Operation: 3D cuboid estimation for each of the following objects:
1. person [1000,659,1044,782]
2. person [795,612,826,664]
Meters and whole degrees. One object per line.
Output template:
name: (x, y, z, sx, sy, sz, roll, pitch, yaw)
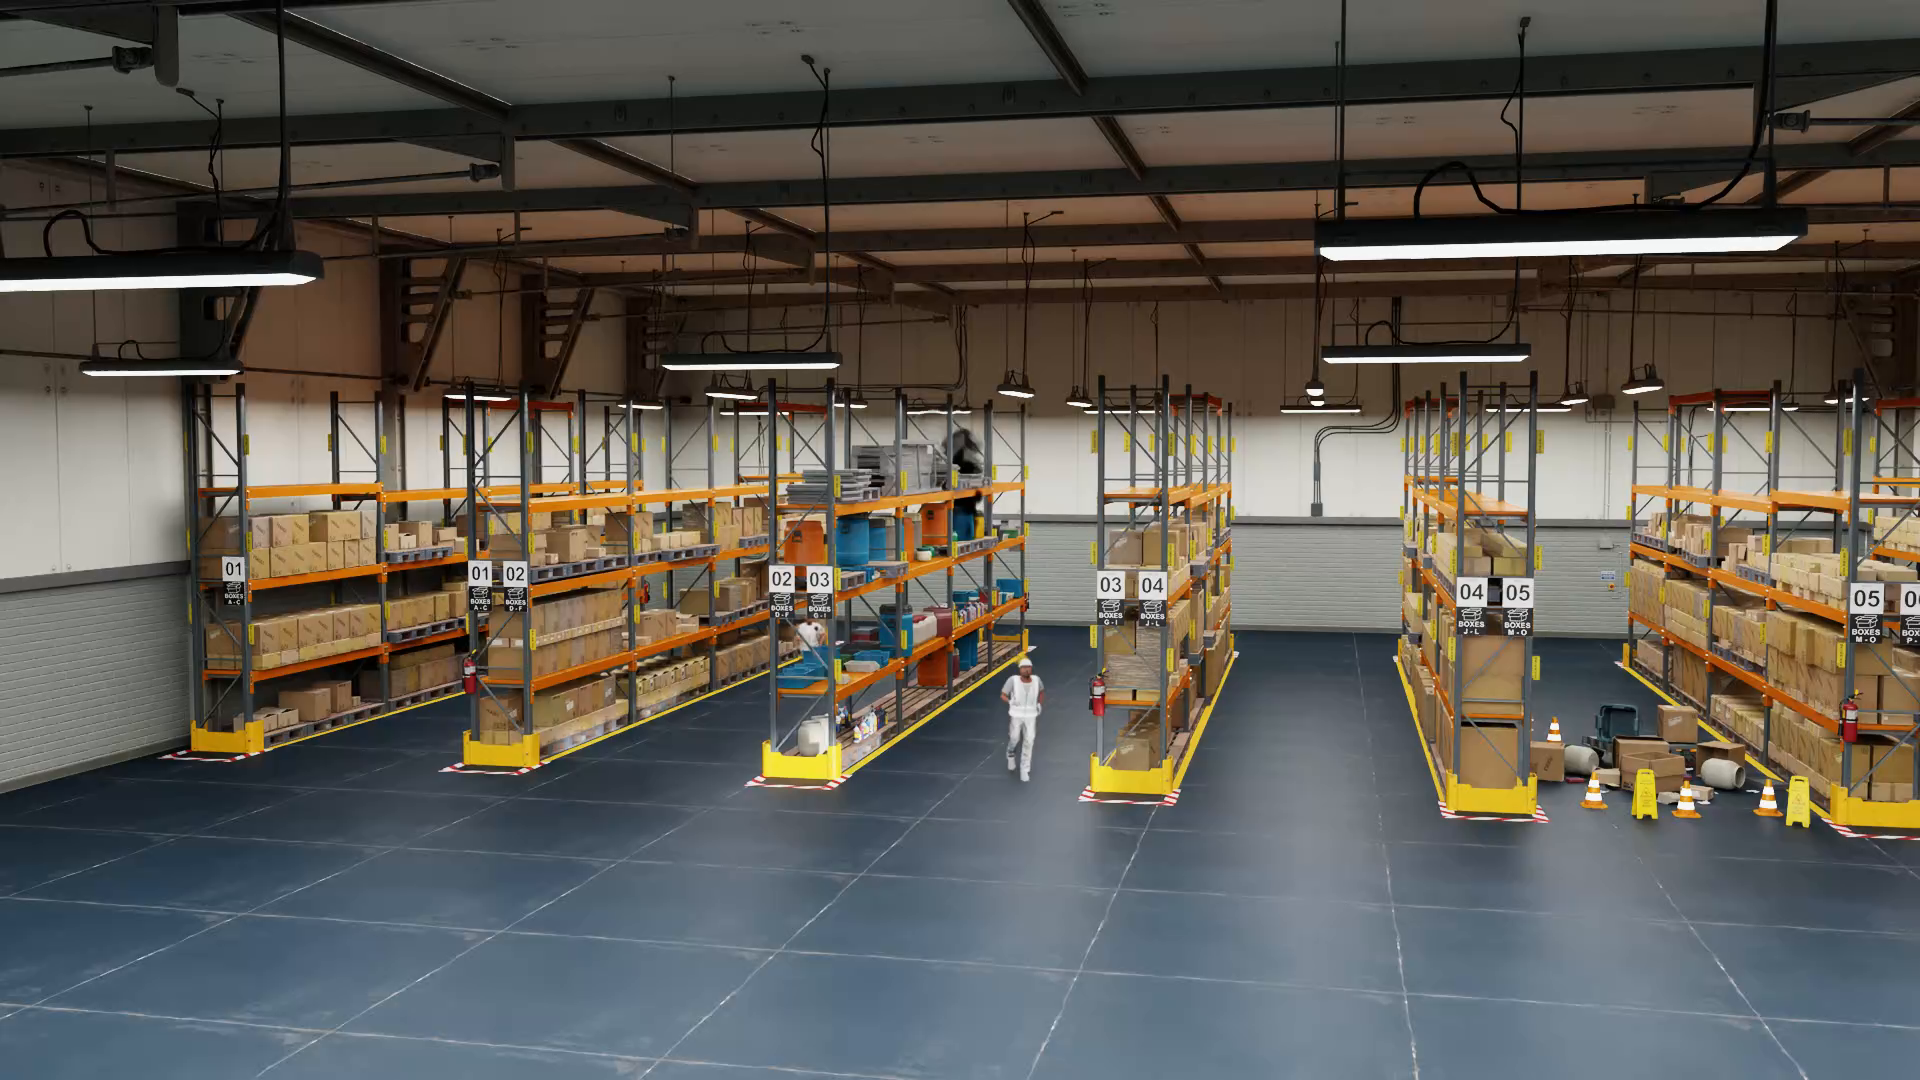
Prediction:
person: (0.949, 2.675, 25.071, 0.687, 1.796, 0.903, 0, 3, -5)
person: (-3.010, 2.275, 33.355, 0.587, 1.715, 0.680, 0, 3, 4)
